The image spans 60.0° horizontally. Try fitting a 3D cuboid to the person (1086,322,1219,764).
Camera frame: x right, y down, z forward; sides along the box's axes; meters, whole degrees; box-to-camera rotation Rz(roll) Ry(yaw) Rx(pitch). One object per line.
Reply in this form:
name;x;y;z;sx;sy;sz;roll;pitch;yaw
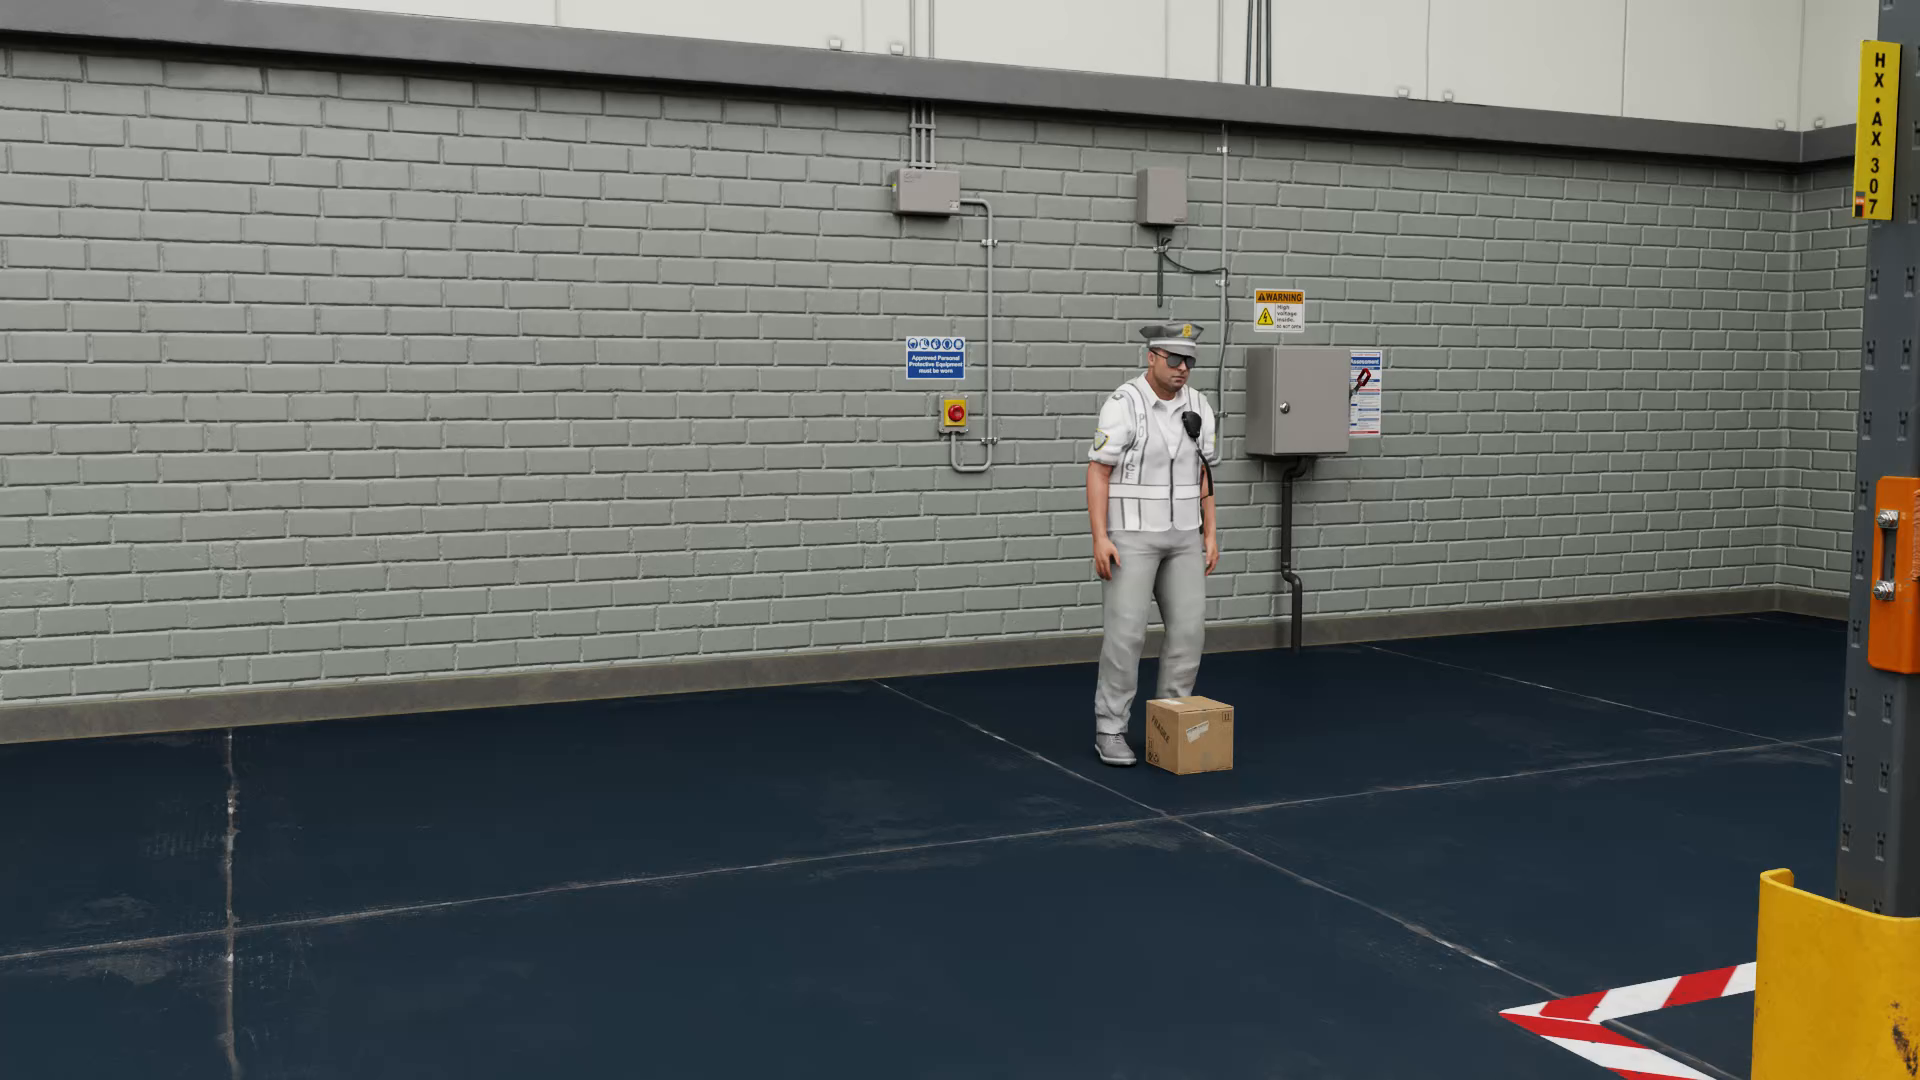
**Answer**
person;0.788;0.000;6.721;0.585;1.747;0.472;-2;6;-24
